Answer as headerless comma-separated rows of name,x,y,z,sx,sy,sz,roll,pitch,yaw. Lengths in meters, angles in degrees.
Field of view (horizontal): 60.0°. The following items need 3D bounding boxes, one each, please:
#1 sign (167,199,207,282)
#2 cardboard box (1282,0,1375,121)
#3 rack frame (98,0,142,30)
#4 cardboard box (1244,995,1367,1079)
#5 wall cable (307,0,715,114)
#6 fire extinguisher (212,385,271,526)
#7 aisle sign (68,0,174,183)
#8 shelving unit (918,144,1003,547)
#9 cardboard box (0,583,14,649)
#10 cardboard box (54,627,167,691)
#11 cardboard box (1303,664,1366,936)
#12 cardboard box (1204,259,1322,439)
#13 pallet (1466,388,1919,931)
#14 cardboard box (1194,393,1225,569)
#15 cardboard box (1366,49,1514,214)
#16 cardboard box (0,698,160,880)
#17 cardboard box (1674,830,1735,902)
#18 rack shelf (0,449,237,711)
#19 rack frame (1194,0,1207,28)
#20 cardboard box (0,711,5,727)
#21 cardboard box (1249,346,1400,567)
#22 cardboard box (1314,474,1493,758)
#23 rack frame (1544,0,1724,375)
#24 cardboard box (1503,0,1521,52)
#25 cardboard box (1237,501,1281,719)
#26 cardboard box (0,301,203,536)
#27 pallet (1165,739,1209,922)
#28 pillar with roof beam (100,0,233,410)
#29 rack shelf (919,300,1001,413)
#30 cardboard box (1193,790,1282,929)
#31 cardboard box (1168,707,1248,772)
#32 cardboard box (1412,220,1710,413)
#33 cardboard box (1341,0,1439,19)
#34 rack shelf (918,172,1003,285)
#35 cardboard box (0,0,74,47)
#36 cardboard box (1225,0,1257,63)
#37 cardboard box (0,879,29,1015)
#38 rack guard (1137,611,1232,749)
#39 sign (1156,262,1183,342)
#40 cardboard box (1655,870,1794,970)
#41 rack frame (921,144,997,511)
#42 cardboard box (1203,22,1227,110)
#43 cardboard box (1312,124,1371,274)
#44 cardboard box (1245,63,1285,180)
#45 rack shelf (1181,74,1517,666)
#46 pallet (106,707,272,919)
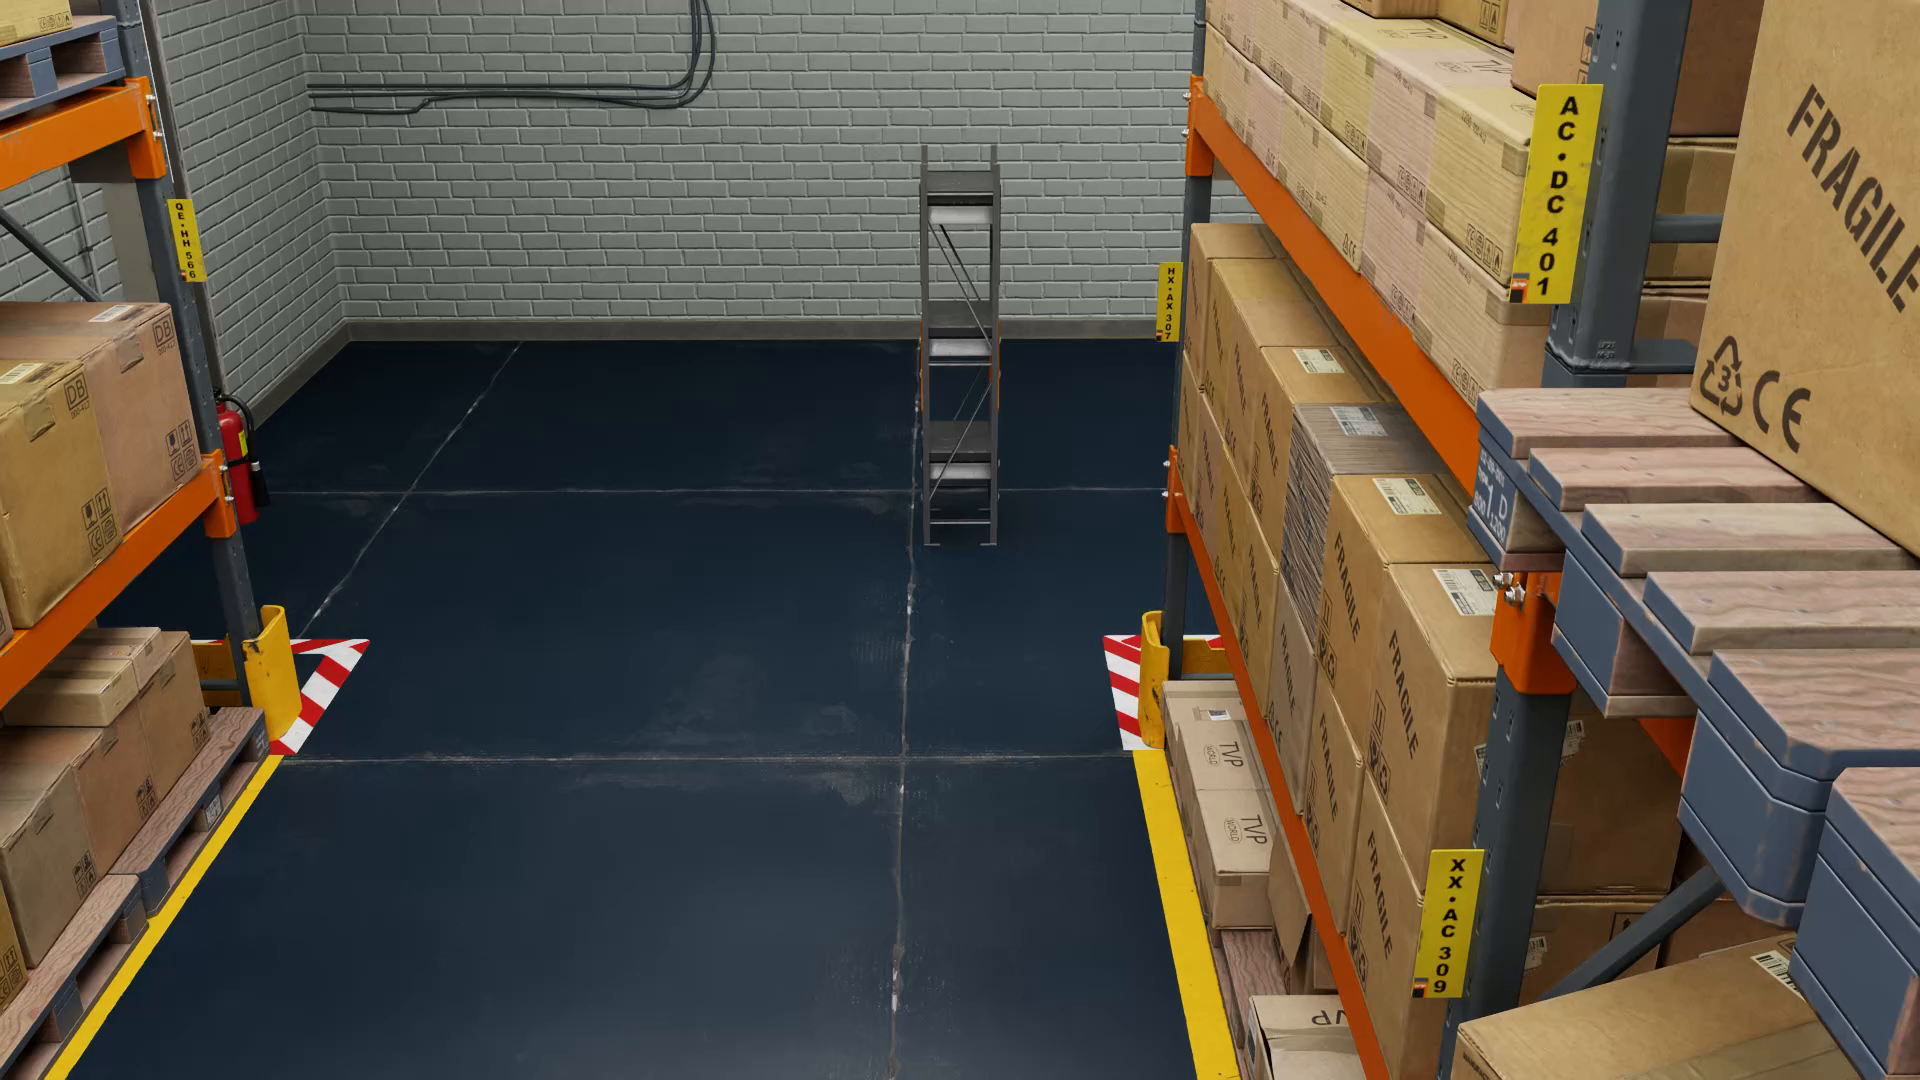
sign,-3.025,-1.169,6.503,0.100,0.325,0.005,0,24,-1
cardboard box,1.142,-1.256,4.323,0.500,0.250,0.500,0,24,-1
rack frame,-3.568,-3.271,5.561,1.000,3.000,0.127,0,24,-1
cardboard box,1.131,1.569,4.869,0.500,0.311,0.500,0,24,-1
wall cable,-3.273,-4.188,11.358,3.097,2.526,0.112,0,24,-1
fire extinguisher,-3.108,-0.396,7.032,0.296,0.674,0.183,0,24,-1
aisle sign,-3.269,-1.753,6.330,0.394,0.787,0.004,0,24,-1
shelving unit,-0.002,-1.025,8.968,0.431,2.100,0.503,0,24,-1
cardboard box,-3.534,0.150,4.914,0.980,0.700,0.700,-1,24,-3
cardboard box,-3.277,0.455,6.341,0.380,0.149,0.250,-1,24,-1
cardboard box,1.160,0.625,4.108,0.500,0.500,0.500,0,24,1
cardboard box,1.140,-0.663,5.740,0.500,0.500,0.500,0,24,0
pallet,1.366,0.075,2.032,1.213,0.211,1.003,0,24,-1
cardboard box,1.137,-0.210,5.953,0.500,0.500,0.500,0,24,-1
cardboard box,1.150,-0.844,3.412,0.500,0.250,0.500,0,24,-1
cardboard box,-3.455,0.905,6.134,0.700,0.500,0.500,0,24,-1
cardboard box,1.705,0.391,3.411,0.500,0.500,0.500,0,24,1
rack shelf,-3.546,0.615,5.124,1.077,0.370,4.000,0,24,-1
rack frame,1.385,-3.294,5.614,1.000,3.000,0.127,0,24,-1
cardboard box,-3.656,0.561,6.106,0.380,0.149,0.250,0,24,0
cardboard box,1.147,-0.247,4.822,0.500,0.500,0.500,0,24,-1
cardboard box,1.156,0.168,3.904,0.500,0.500,0.500,-1,24,-2
rack frame,1.429,-1.646,1.970,1.000,3.000,0.127,0,24,-1
cardboard box,1.522,-1.187,3.261,0.700,0.500,0.500,0,24,-1
cardboard box,1.144,0.203,5.040,0.500,0.500,0.500,0,24,0
cardboard box,-3.553,-0.464,6.271,0.980,0.700,0.700,1,24,2
pallet,1.396,1.070,6.629,1.003,0.211,1.213,0,24,-1
pillar with roof beam,-0.158,-4.399,8.055,9.100,9.000,0.400,0,24,-1
rack shelf,-0.002,-1.012,8.974,0.431,0.518,0.480,0,24,-1
cardboard box,1.118,1.129,5.917,0.500,0.250,0.500,0,24,-1
cardboard box,1.049,0.807,6.731,0.380,0.166,0.250,0,24,-1
cardboard box,1.157,-0.410,3.059,0.500,0.250,0.500,0,24,-1
cardboard box,1.352,-1.599,4.170,0.700,0.500,0.500,0,24,-1
rack shelf,-0.002,-1.650,8.685,0.431,0.518,0.480,0,24,-1
cardboard box,-3.295,-1.772,5.439,0.500,0.250,0.500,0,24,1
cardboard box,1.129,-1.668,5.234,0.500,0.250,0.500,0,24,-1
cardboard box,-3.436,1.332,5.190,0.700,0.500,0.500,0,24,1
rack guard,1.386,0.609,7.296,1.175,0.500,0.348,0,24,-1
sign,0.843,-0.953,6.666,0.100,0.325,0.005,0,24,-1
cardboard box,1.696,0.831,3.652,0.500,0.500,0.500,0,24,1
rack frame,-0.004,-1.125,9.190,0.400,2.100,0.015,0,24,-1
cardboard box,1.136,-1.646,5.792,0.500,0.250,0.500,0,24,-1
cardboard box,1.149,-0.822,3.970,0.500,0.250,0.500,0,24,-1
cardboard box,1.136,-1.234,4.881,0.500,0.250,0.500,0,24,-1
rack shelf,1.407,-0.776,4.558,1.077,0.370,4.000,0,24,-1
pallet,-3.481,1.063,6.645,1.003,0.211,1.213,0,24,-1
